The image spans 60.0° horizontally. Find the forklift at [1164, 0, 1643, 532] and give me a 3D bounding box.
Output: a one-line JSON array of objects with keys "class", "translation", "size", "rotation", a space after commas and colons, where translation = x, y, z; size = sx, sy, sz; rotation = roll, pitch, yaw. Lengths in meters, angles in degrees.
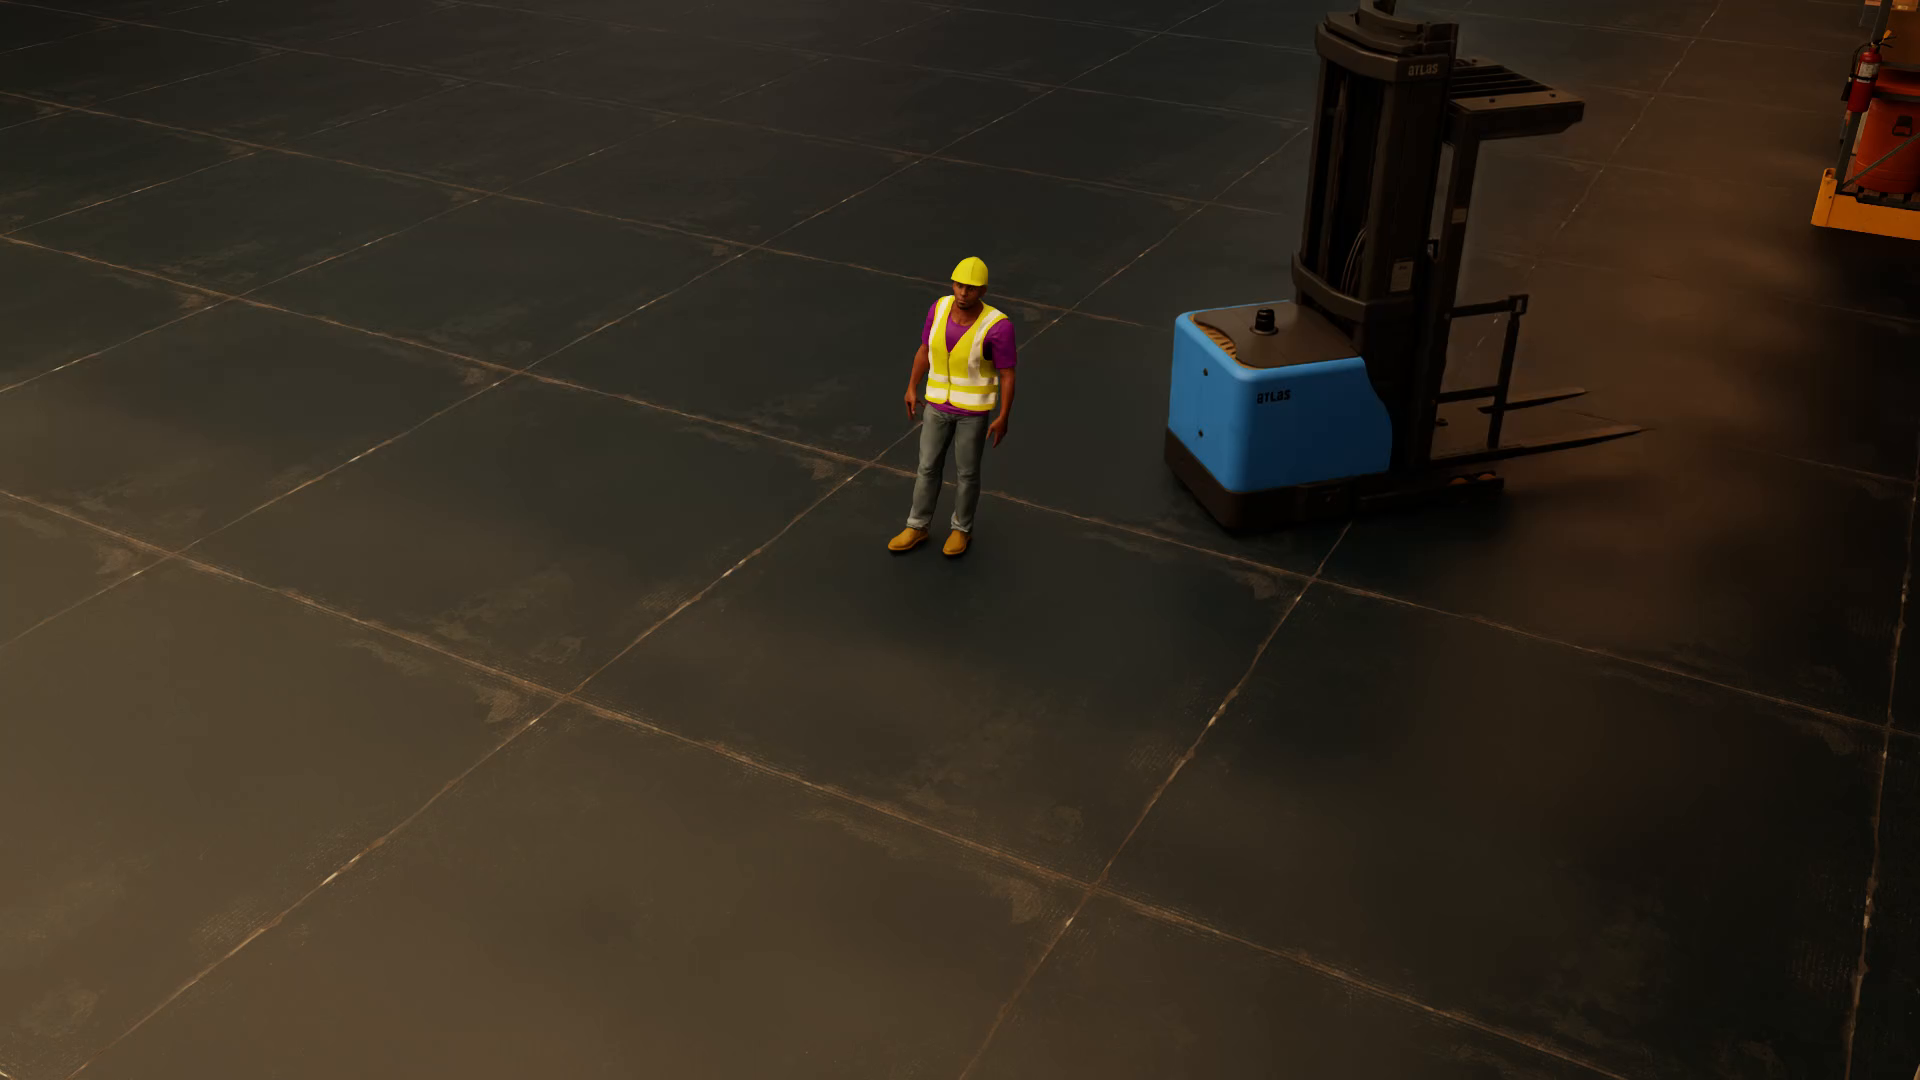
[{"class": "forklift", "translation": [2.893, -1.733, 10.073], "size": [3.031, 2.935, 1.130], "rotation": [-9, 31, -15]}]

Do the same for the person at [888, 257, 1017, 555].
[{"class": "person", "translation": [-0.038, -0.742, 9.507], "size": [0.666, 1.768, 0.575], "rotation": [15, 33, 25]}]
